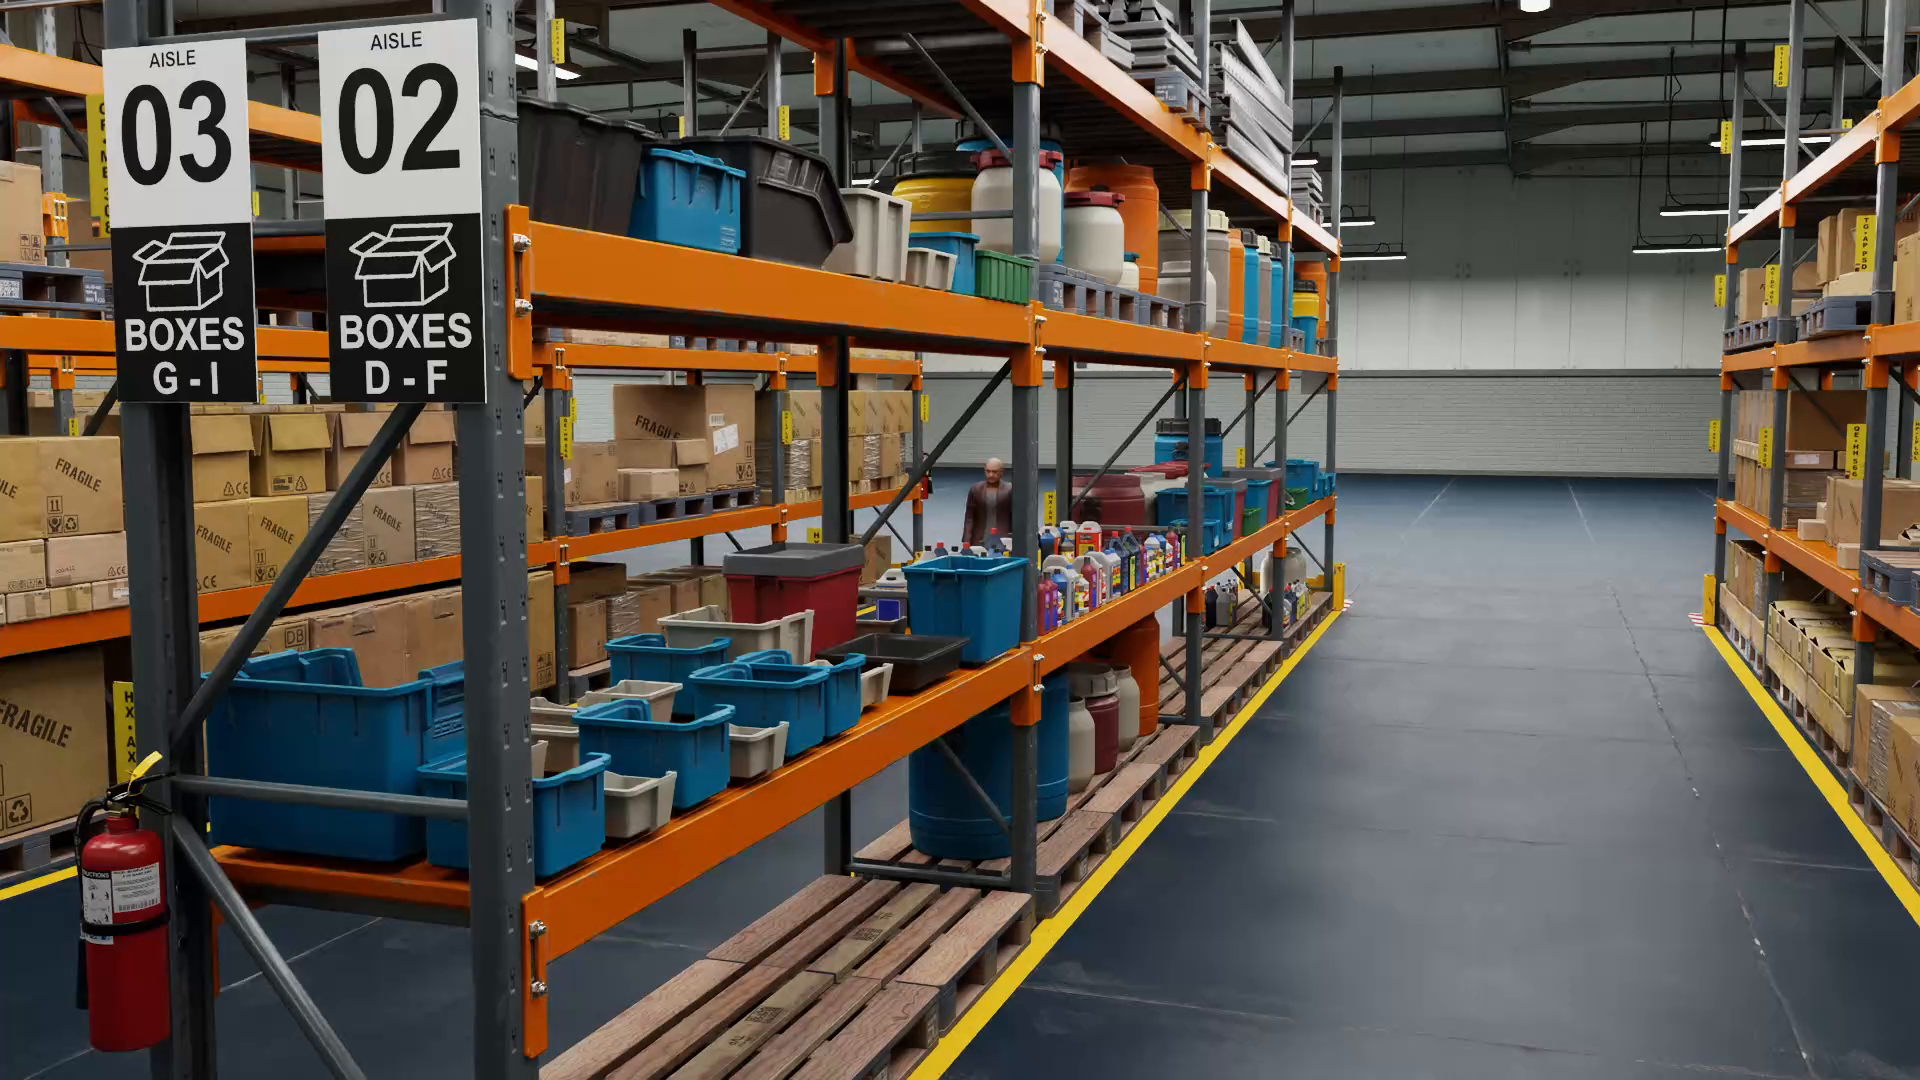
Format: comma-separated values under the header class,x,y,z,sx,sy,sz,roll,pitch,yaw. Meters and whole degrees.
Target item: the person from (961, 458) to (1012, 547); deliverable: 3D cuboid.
class,x,y,z,sx,sy,sz,roll,pitch,yaw
person,0.328,0.053,16.842,0.646,1.772,0.429,1,5,15
